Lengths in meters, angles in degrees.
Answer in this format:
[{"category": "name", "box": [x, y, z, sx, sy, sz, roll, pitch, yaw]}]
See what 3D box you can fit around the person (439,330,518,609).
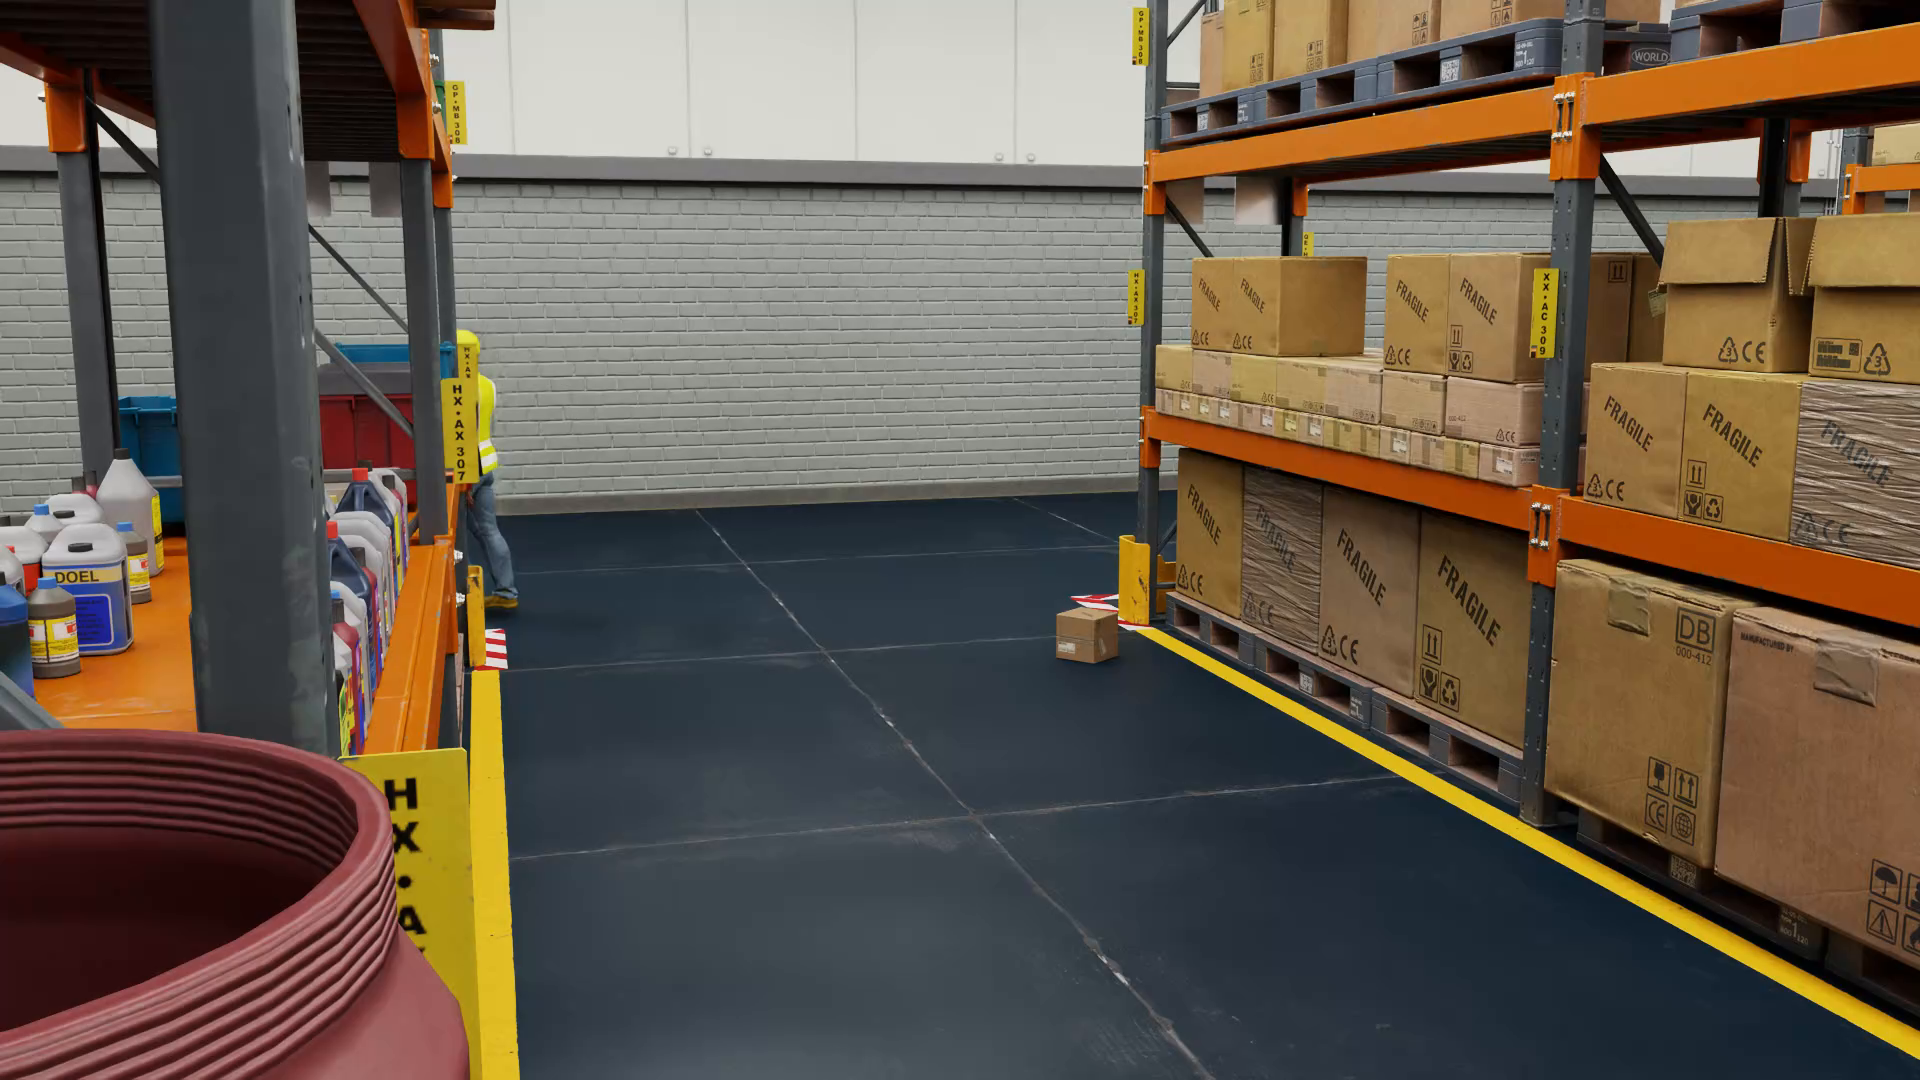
[{"category": "person", "box": [-3.126, -0.391, 10.303, 0.739, 1.815, 0.621, 1, 9, 9]}]
